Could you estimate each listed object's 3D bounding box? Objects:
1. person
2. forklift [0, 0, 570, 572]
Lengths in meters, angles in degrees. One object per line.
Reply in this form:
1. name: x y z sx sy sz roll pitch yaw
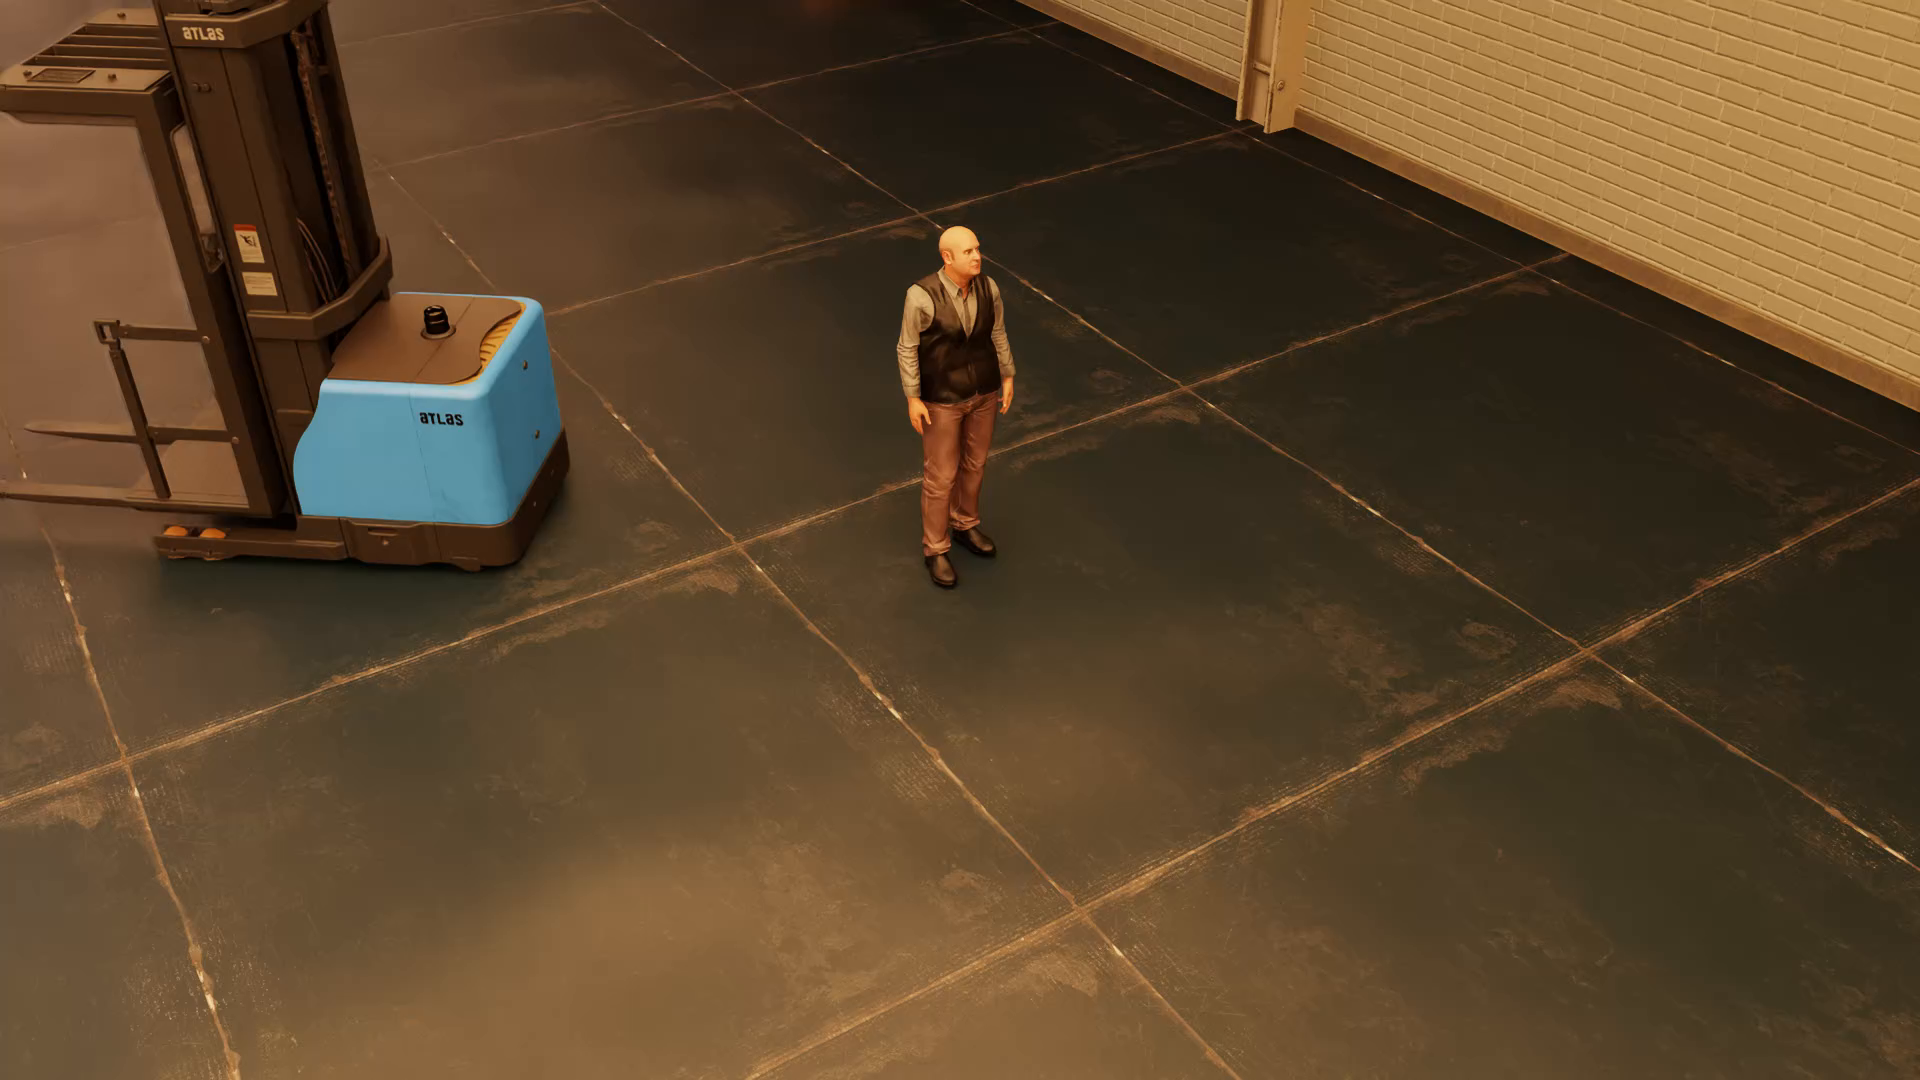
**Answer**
1. person: 0.027 -0.678 8.152 0.632 1.720 0.568 -21 40 -27
2. forklift: -3.695 -1.389 8.124 3.031 2.935 1.130 3 35 5
